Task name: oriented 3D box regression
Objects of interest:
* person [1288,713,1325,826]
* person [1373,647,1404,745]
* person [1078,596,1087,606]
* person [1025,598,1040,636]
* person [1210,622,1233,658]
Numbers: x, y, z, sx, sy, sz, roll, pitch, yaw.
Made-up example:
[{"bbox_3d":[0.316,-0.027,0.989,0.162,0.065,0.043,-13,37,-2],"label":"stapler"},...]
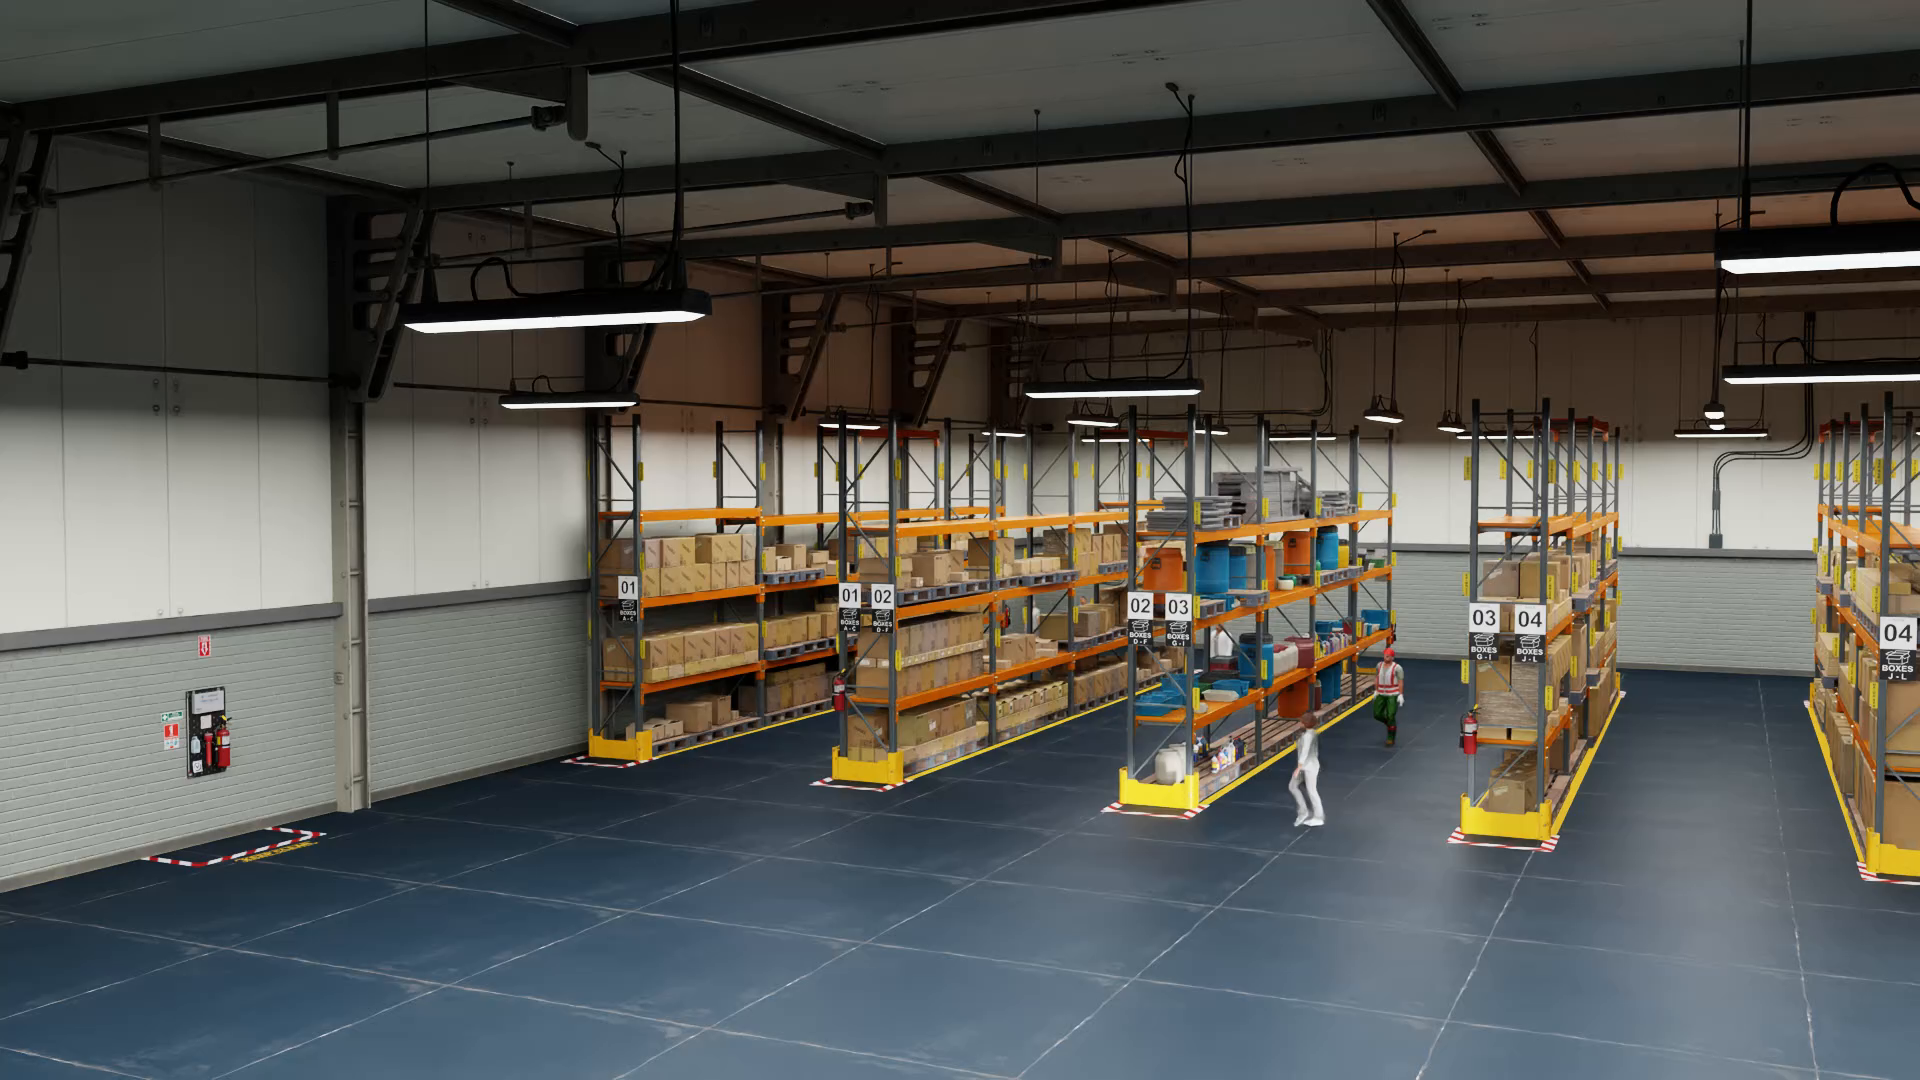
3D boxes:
[{"bbox_3d":[4.889,3.244,23.397,0.491,1.636,0.404,0,2,-1],"label":"person"},{"bbox_3d":[7.920,2.850,30.568,0.627,1.777,0.587,2,3,44],"label":"person"},{"bbox_3d":[3.367,2.321,45.433,0.503,1.586,1.043,1,3,24],"label":"person"},{"bbox_3d":[1.920,2.355,44.187,0.436,1.638,0.818,-1,3,-26],"label":"person"},{"bbox_3d":[5.646,2.643,36.209,0.649,1.828,0.649,2,3,42],"label":"person"}]
